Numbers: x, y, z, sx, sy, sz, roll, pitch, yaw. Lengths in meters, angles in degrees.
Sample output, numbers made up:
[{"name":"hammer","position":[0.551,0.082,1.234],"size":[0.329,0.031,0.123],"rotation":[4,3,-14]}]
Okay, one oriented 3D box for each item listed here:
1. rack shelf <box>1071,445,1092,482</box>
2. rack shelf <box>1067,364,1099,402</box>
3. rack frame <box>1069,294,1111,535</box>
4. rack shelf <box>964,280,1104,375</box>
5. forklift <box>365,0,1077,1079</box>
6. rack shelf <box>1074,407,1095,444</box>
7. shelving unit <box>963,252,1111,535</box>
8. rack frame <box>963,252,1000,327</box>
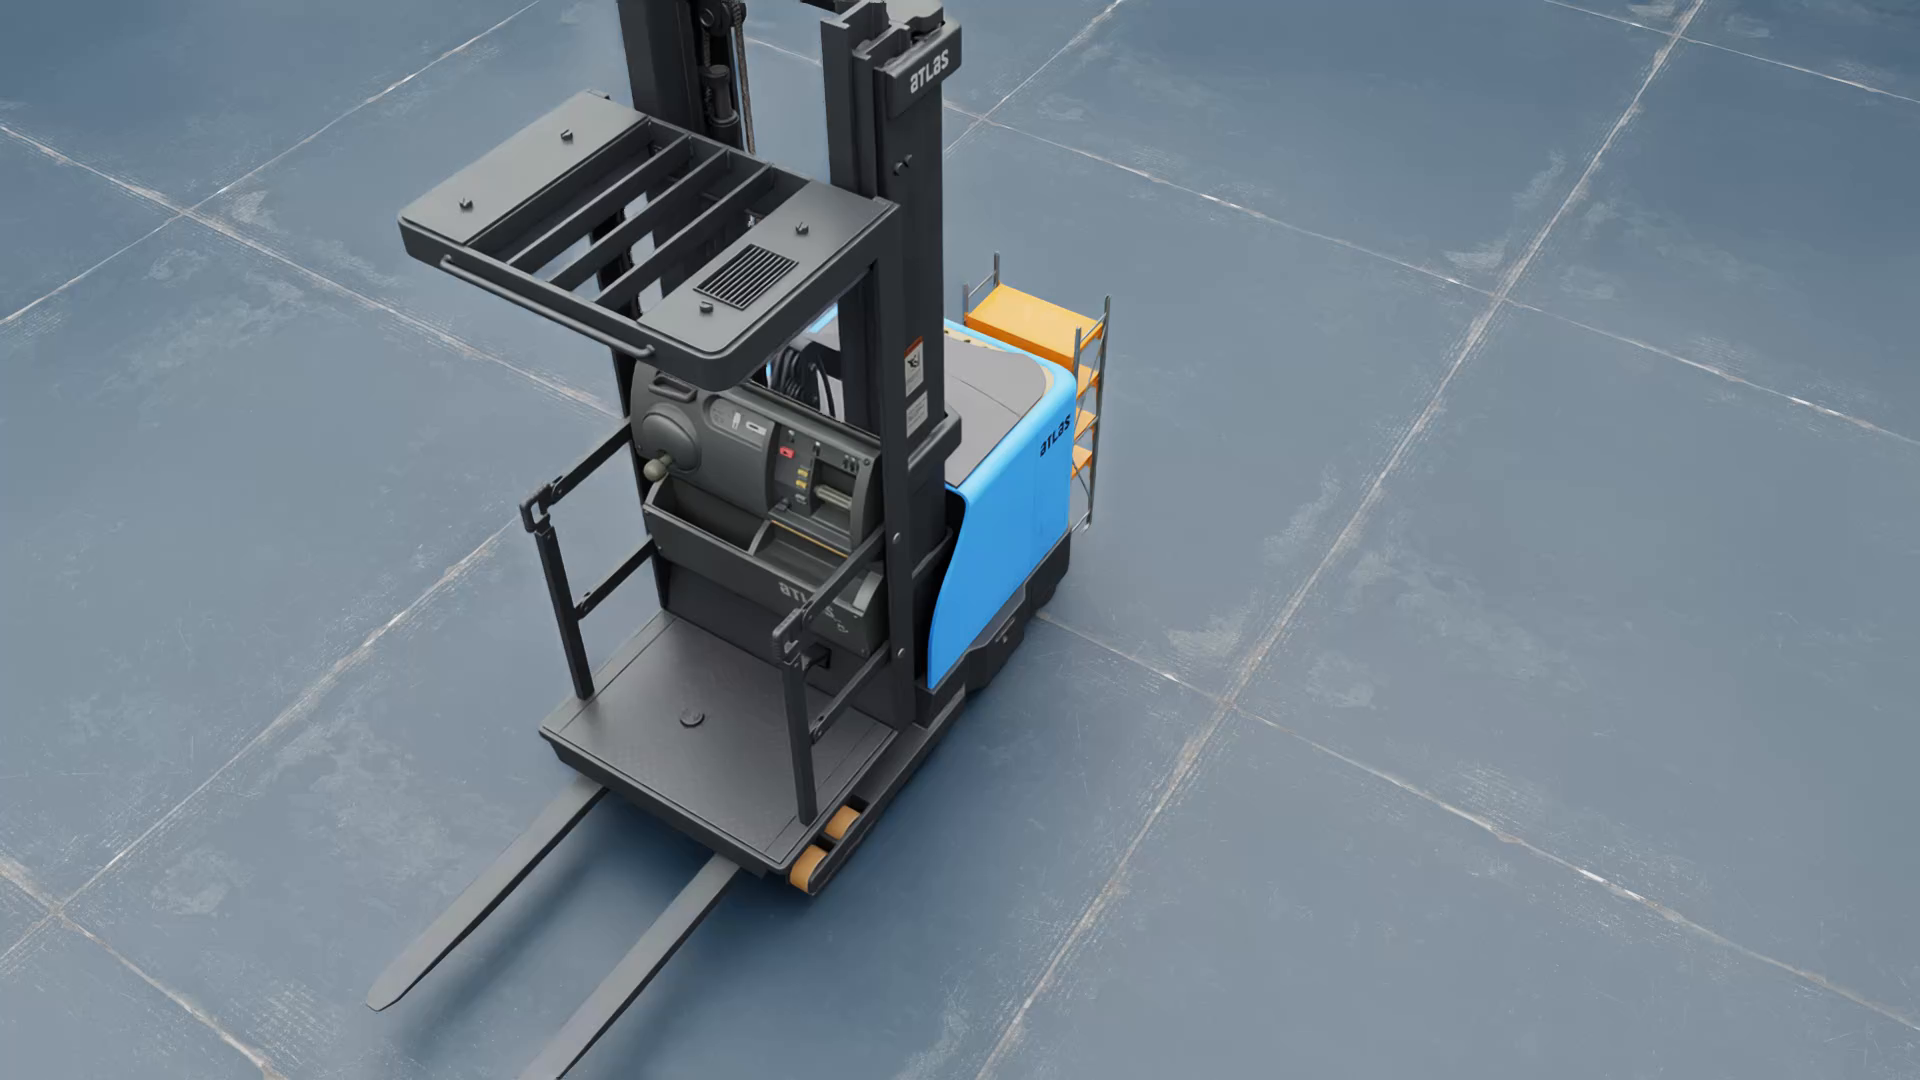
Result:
[{"name":"rack shelf","position":[0.283,-0.329,6.824],"size":[0.480,0.148,0.258],"rotation":[25,50,22]},{"name":"rack shelf","position":[0.285,-0.625,6.523],"size":[0.480,0.148,0.258],"rotation":[25,50,22]},{"name":"rack frame","position":[0.489,-0.421,6.543],"size":[0.015,1.200,0.240],"rotation":[25,50,22]},{"name":"rack shelf","position":[0.286,-0.791,6.355],"size":[0.480,0.148,0.258],"rotation":[25,50,22]},{"name":"forklift","position":[-0.778,-0.189,5.112],"size":[1.130,2.935,3.031],"rotation":[25,51,22]},{"name":"rack shelf","position":[0.284,-0.469,6.683],"size":[0.480,0.148,0.258],"rotation":[25,50,22]},{"name":"shelving unit","position":[0.284,-0.516,6.635],"size":[0.503,1.200,0.258],"rotation":[25,50,22]},{"name":"rack frame","position":[0.079,-0.611,6.727],"size":[0.015,1.200,0.240],"rotation":[25,50,22]}]
